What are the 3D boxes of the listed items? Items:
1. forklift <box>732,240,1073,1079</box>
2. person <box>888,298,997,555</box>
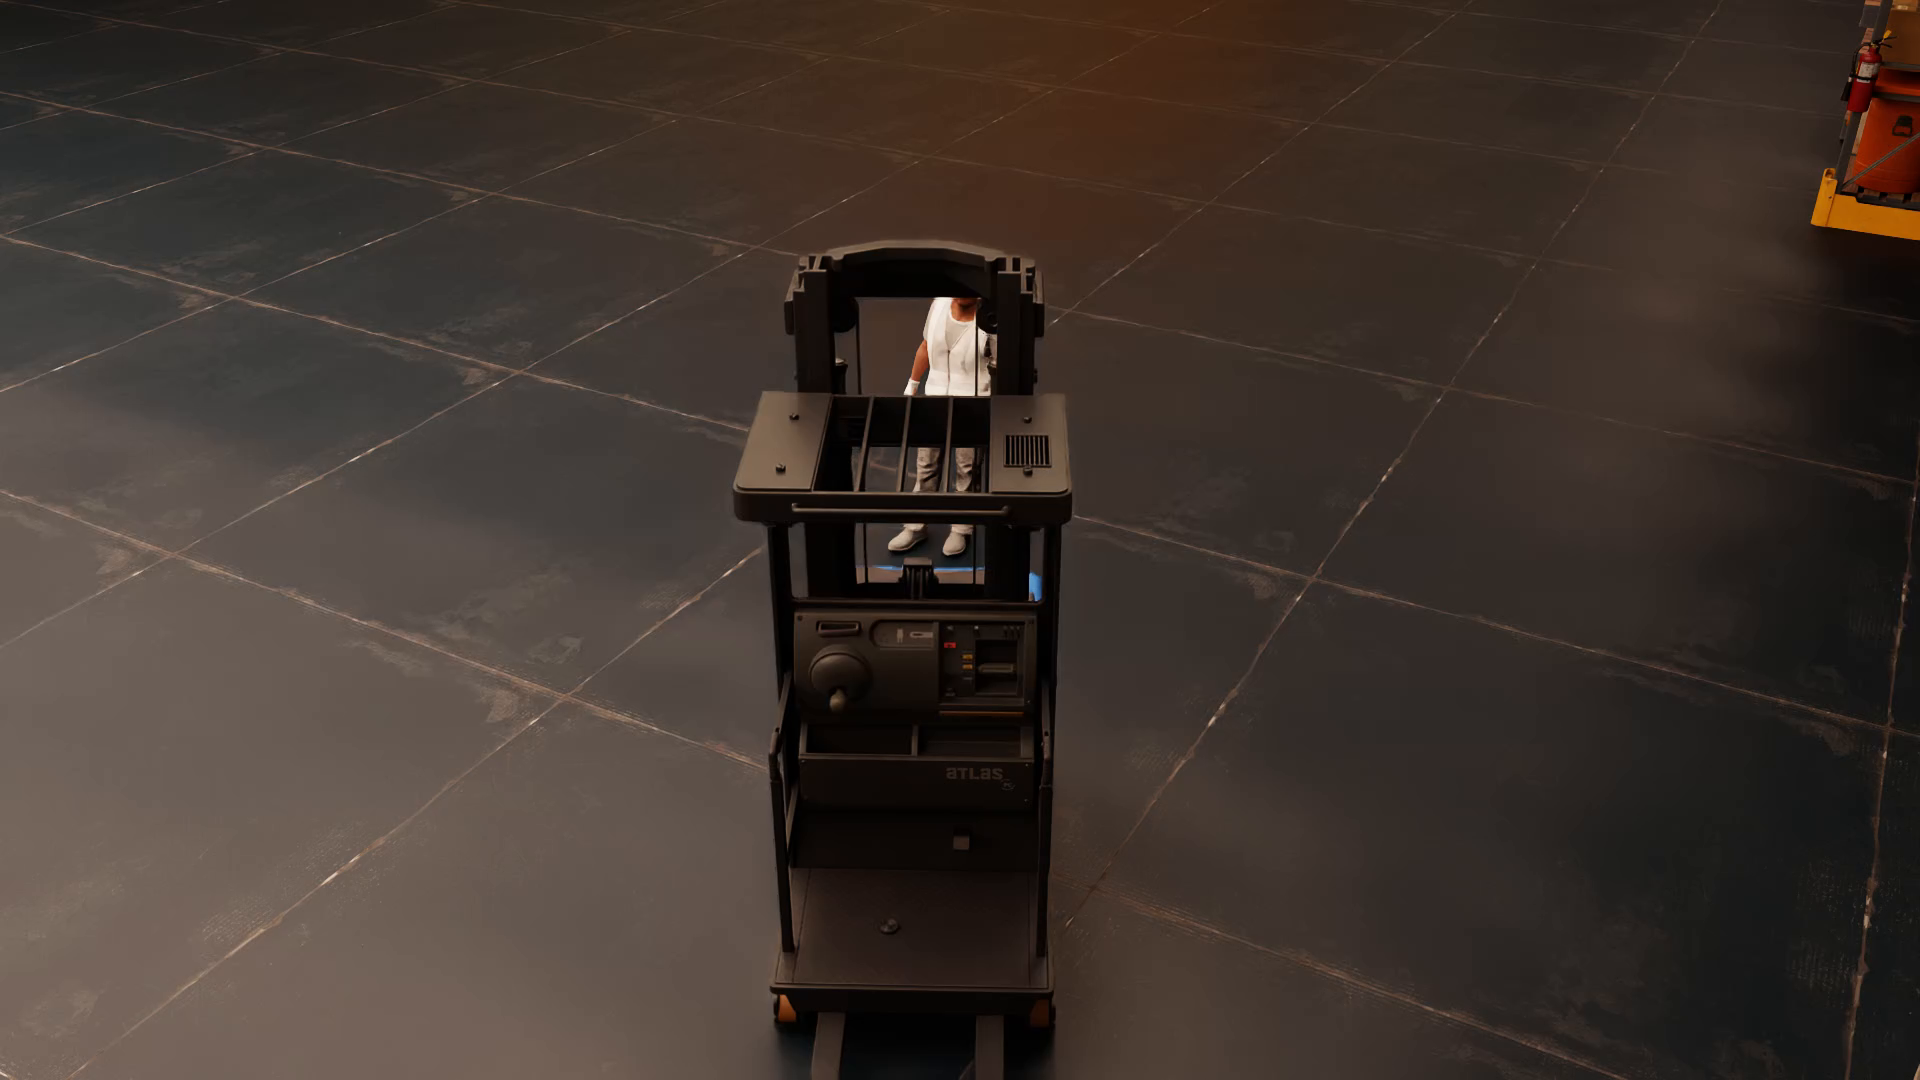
[{"bbox_3d":[-0.174,0.513,6.181,1.130,2.935,3.031,1,30,1],"label":"forklift"},{"bbox_3d":[-0.043,-0.749,9.502,0.657,1.785,0.575,15,33,25],"label":"person"}]
